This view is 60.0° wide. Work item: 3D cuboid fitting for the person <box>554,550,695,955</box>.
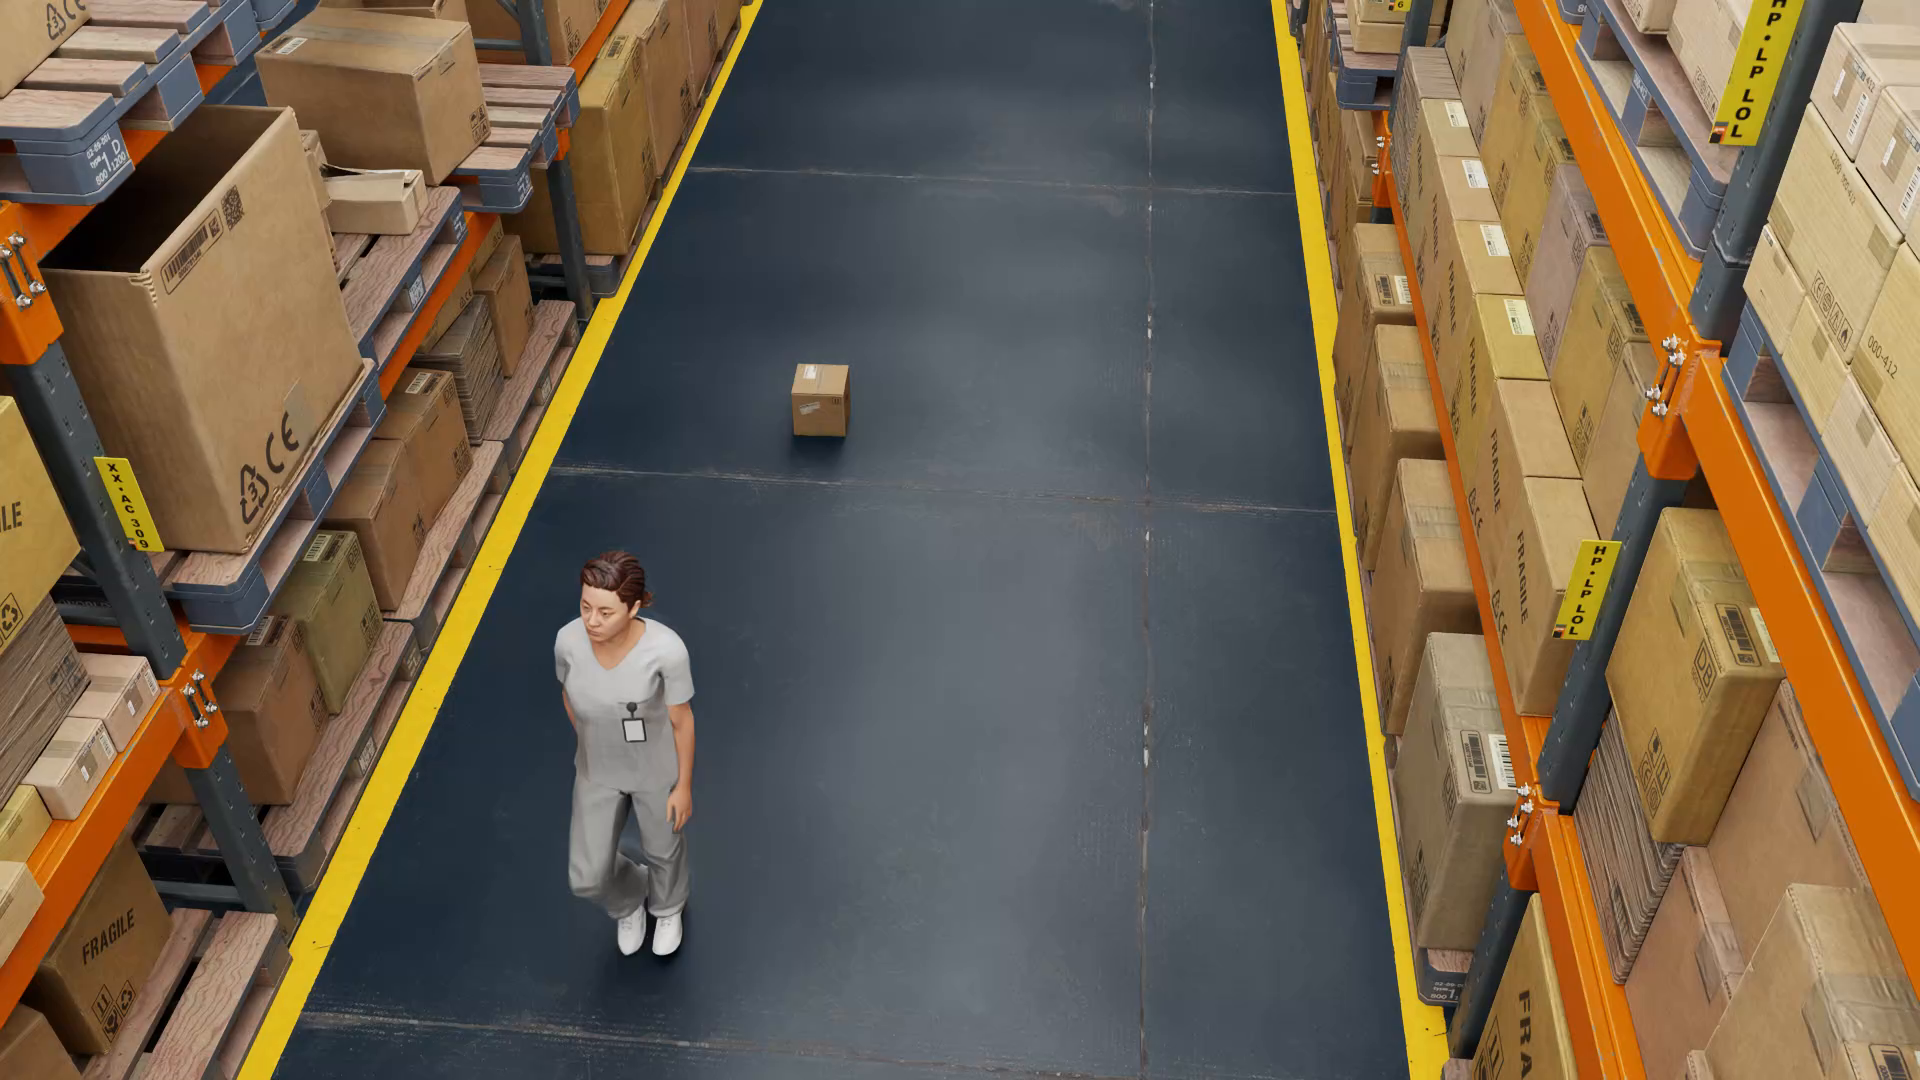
[{"bbox_3d":[-1.032,0.749,5.254,0.444,1.690,0.463,3,40,4],"label":"person"}]
